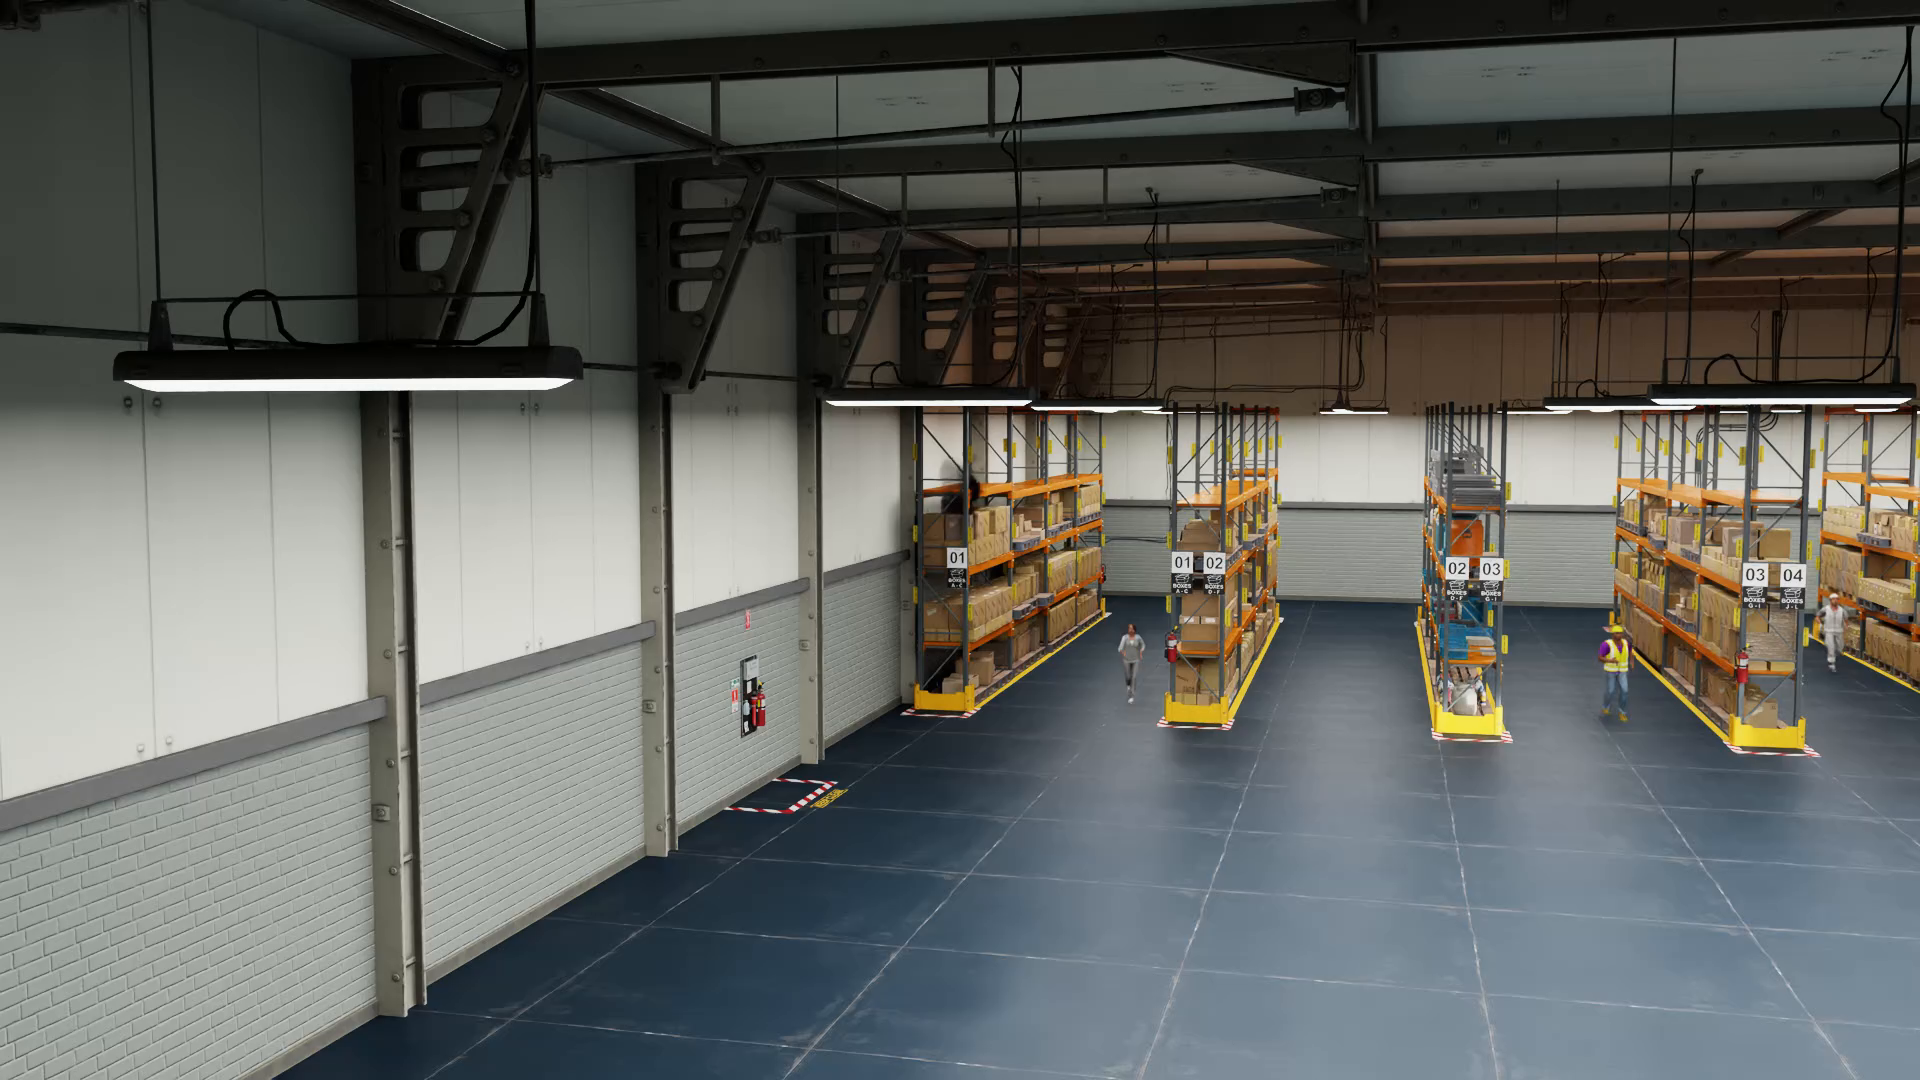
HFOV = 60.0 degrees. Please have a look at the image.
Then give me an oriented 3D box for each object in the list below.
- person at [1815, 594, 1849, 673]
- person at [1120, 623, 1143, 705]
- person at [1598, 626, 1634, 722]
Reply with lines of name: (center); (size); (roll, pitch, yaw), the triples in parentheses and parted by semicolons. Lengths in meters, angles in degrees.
person: (19.602, 2.087, 37.365); (0.657, 1.758, 0.850); (1, 4, 15)
person: (1.967, 2.380, 34.486); (3.703, 1.591, 2.635); (1, 4, 7)
person: (12.414, 2.534, 31.451); (0.724, 1.847, 0.757); (0, 4, 2)
